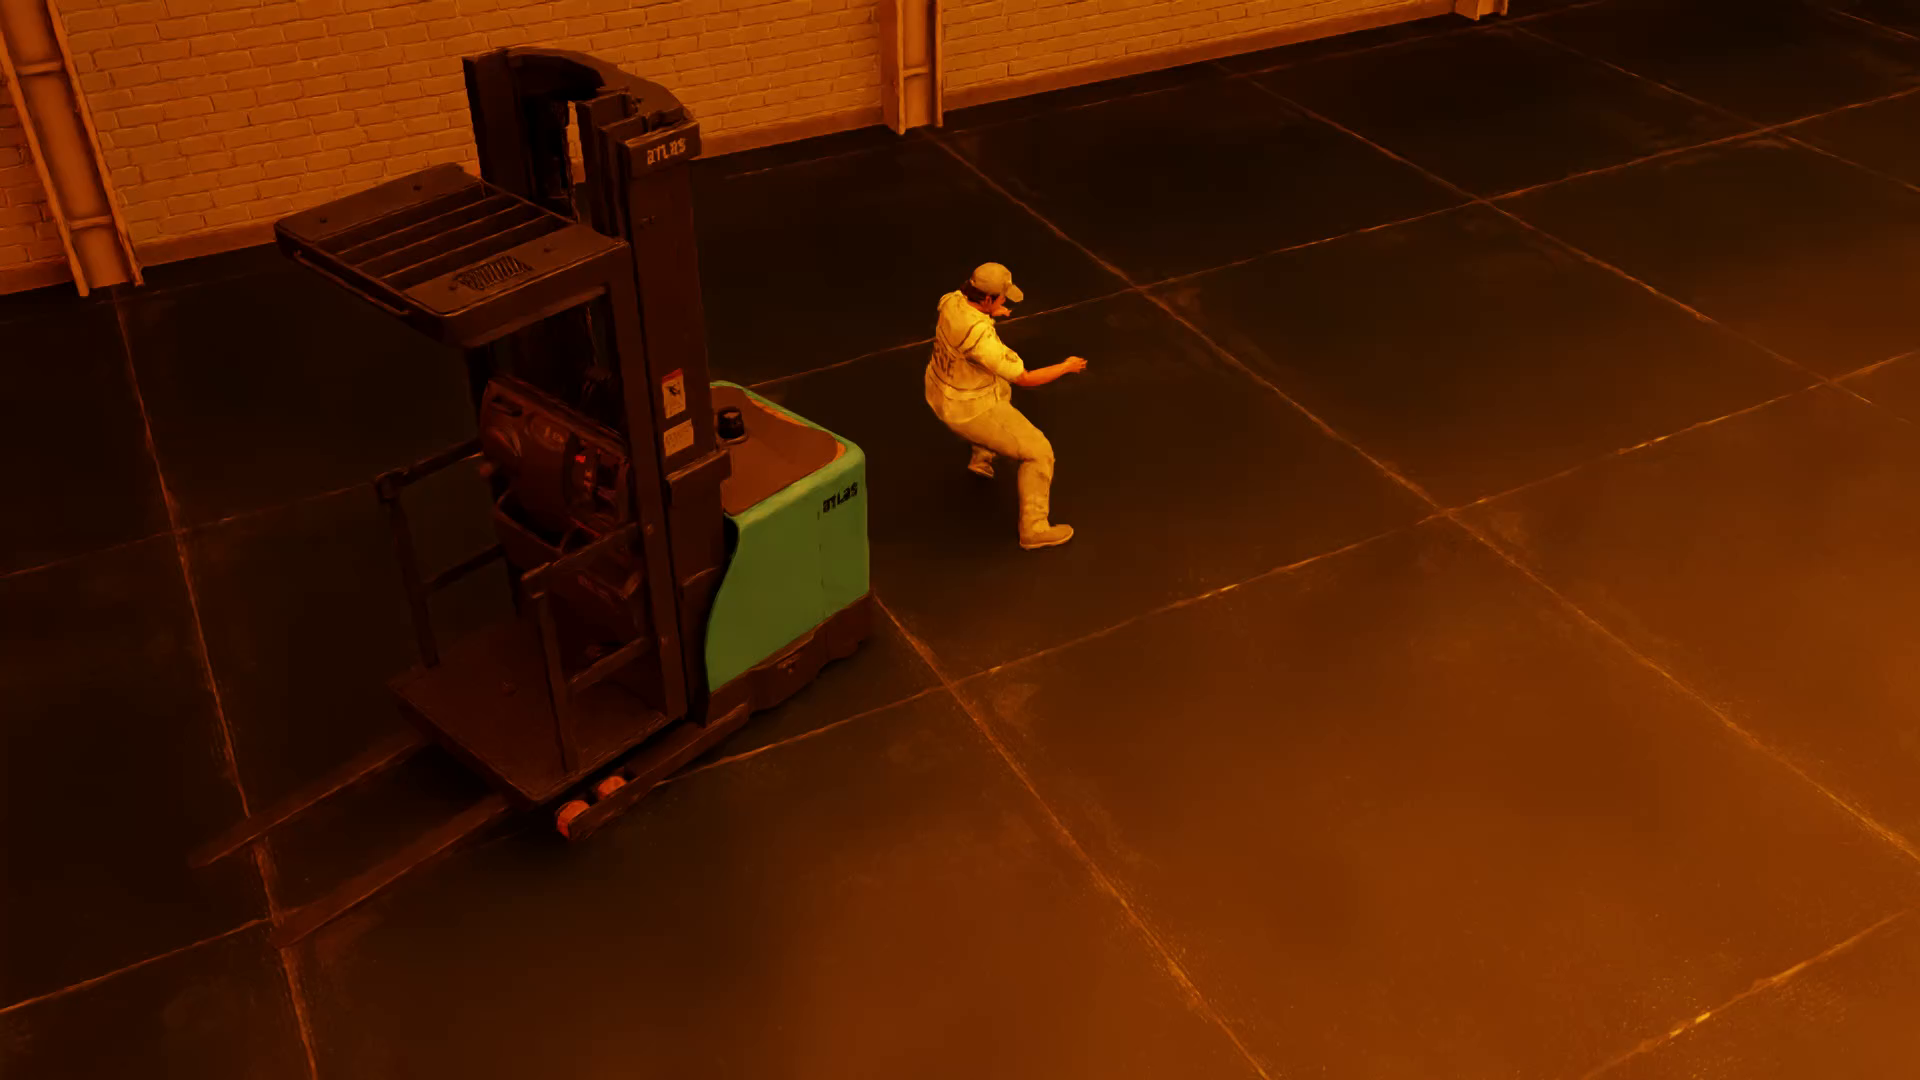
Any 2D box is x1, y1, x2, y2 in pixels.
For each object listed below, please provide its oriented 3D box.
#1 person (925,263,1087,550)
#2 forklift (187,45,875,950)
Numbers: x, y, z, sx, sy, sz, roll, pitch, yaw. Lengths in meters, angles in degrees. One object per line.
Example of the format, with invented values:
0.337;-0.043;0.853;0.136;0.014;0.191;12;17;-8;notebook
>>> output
0.225;-0.782;8.495;0.746;1.459;0.904;-13;37;-18;person
-1.765;-0.282;6.522;1.130;2.935;3.031;27;44;33;forklift
